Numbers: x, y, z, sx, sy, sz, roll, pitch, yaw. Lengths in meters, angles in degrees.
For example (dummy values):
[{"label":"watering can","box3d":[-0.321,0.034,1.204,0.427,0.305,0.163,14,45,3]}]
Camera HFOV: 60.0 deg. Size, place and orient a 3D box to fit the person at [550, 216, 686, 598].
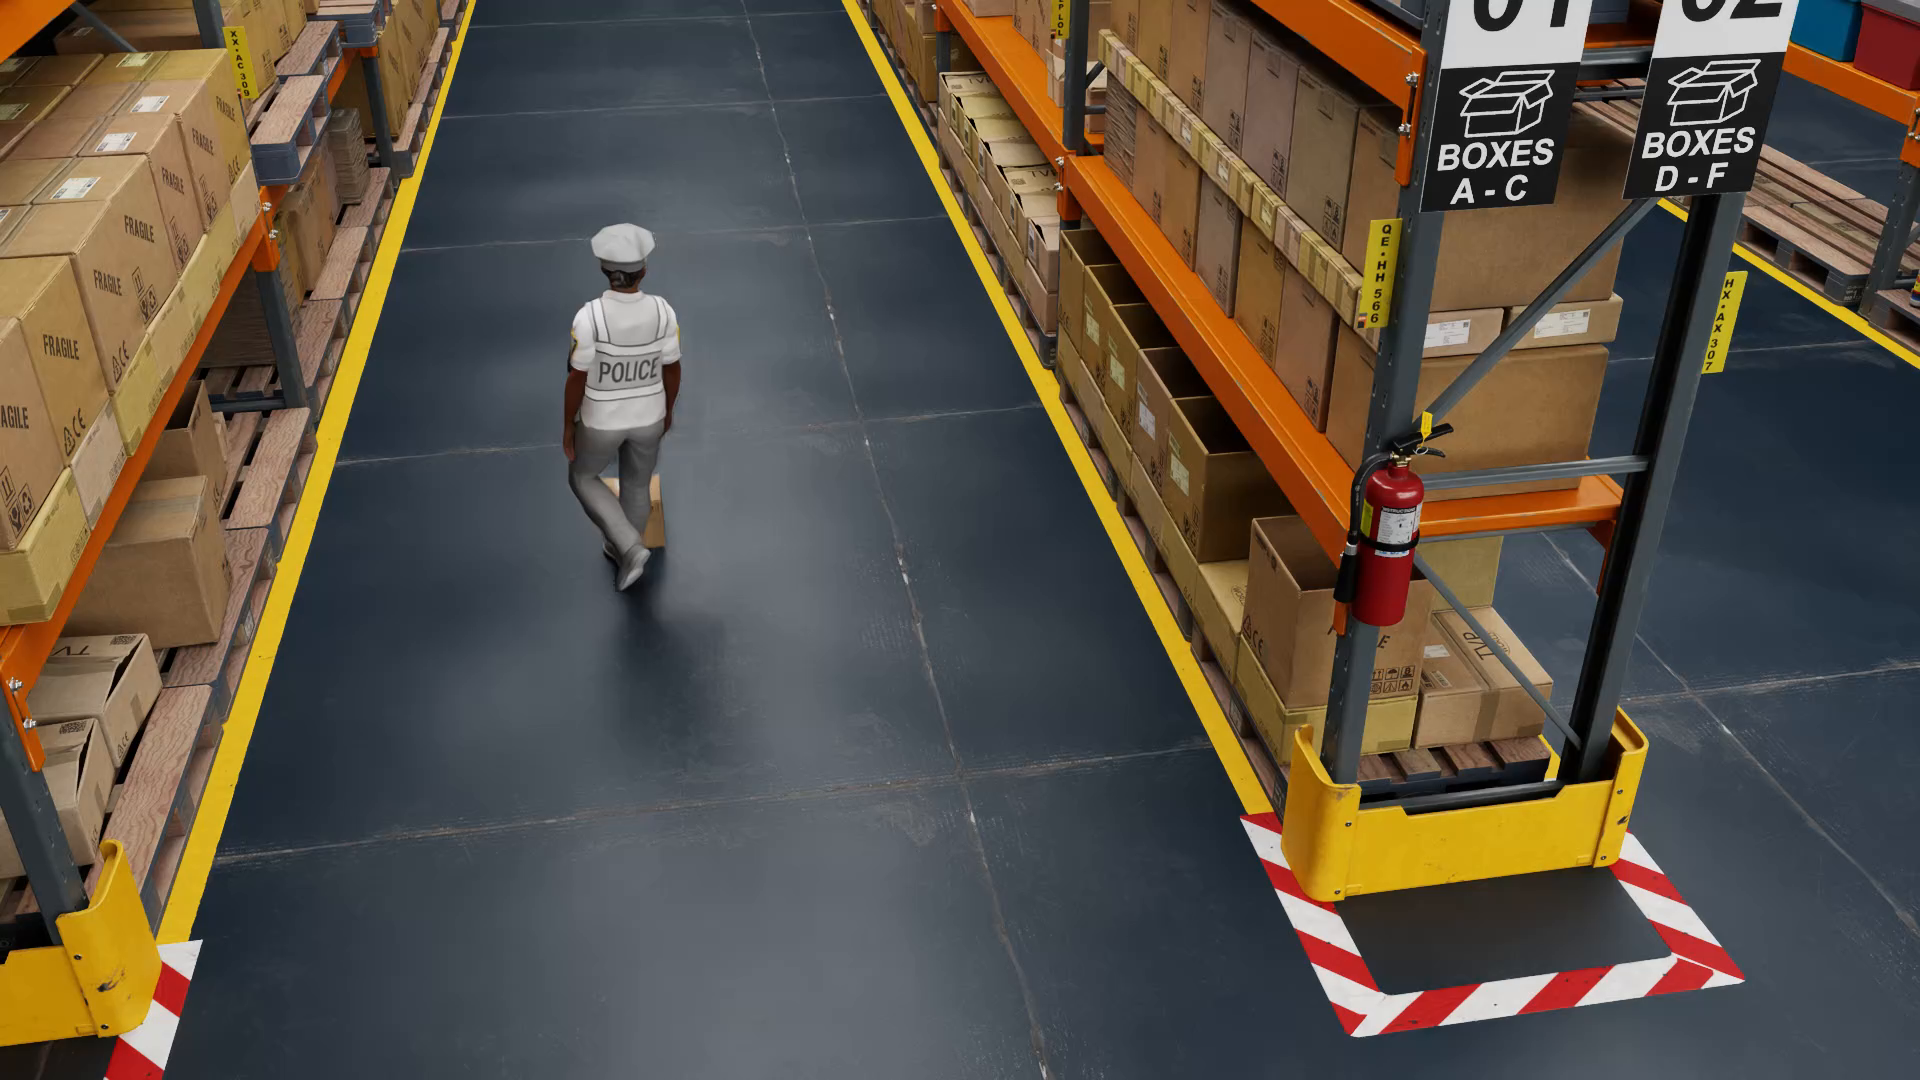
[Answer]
[{"label":"person","box3d":[-1.460,-0.517,6.965,0.678,1.679,0.460,-9,32,-15]}]
